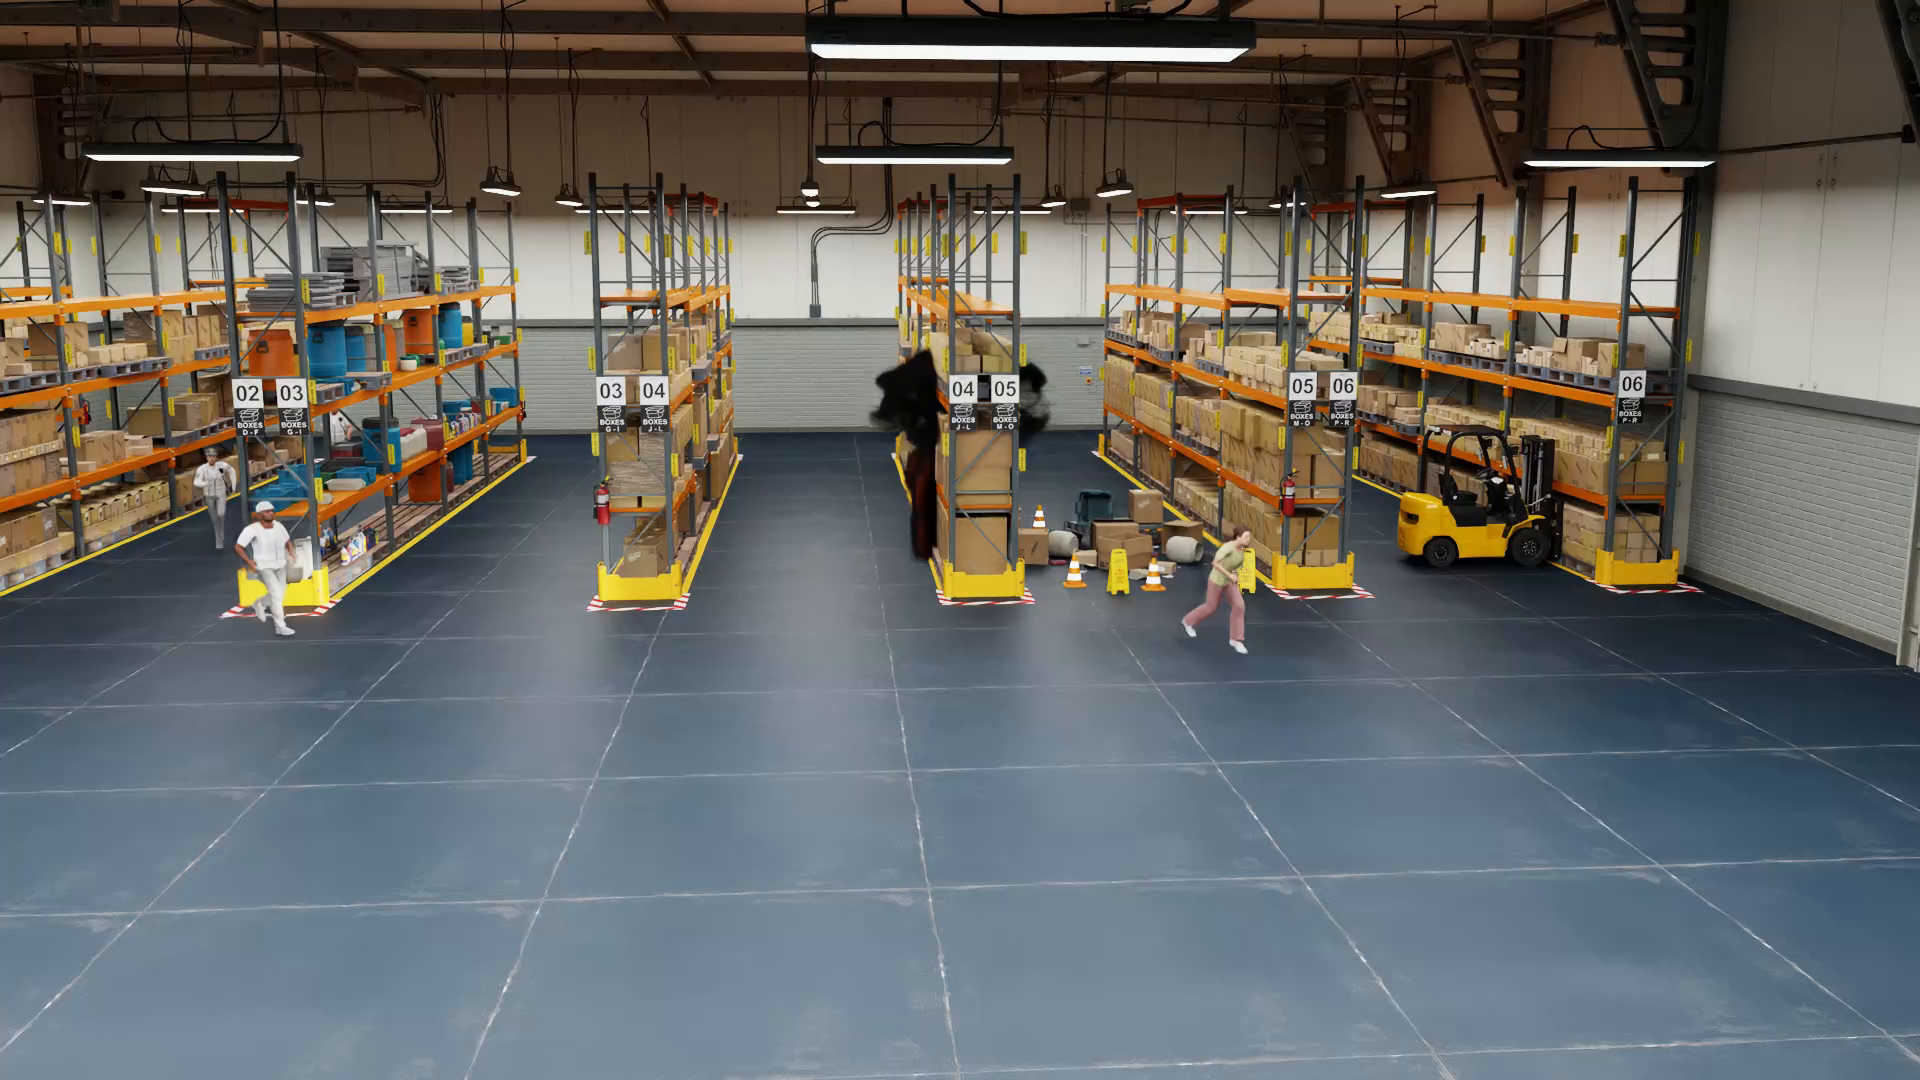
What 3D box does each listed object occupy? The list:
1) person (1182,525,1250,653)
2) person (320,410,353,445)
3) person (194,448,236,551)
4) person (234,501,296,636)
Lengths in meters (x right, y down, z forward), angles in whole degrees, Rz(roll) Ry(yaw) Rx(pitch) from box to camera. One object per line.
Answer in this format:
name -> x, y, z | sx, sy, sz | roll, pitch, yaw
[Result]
person -> 3.244, 0.573, 20.980 | 1.003, 1.625, 0.614 | 8, 13, 38
person -> -13.484, -2.152, 35.951 | 0.664, 1.737, 0.599 | -2, 10, -12
person -> -12.490, -0.712, 27.933 | 0.637, 1.727, 0.828 | -4, 11, -21
person -> -9.030, 0.350, 21.687 | 0.868, 1.741, 0.736 | 6, 12, 29
